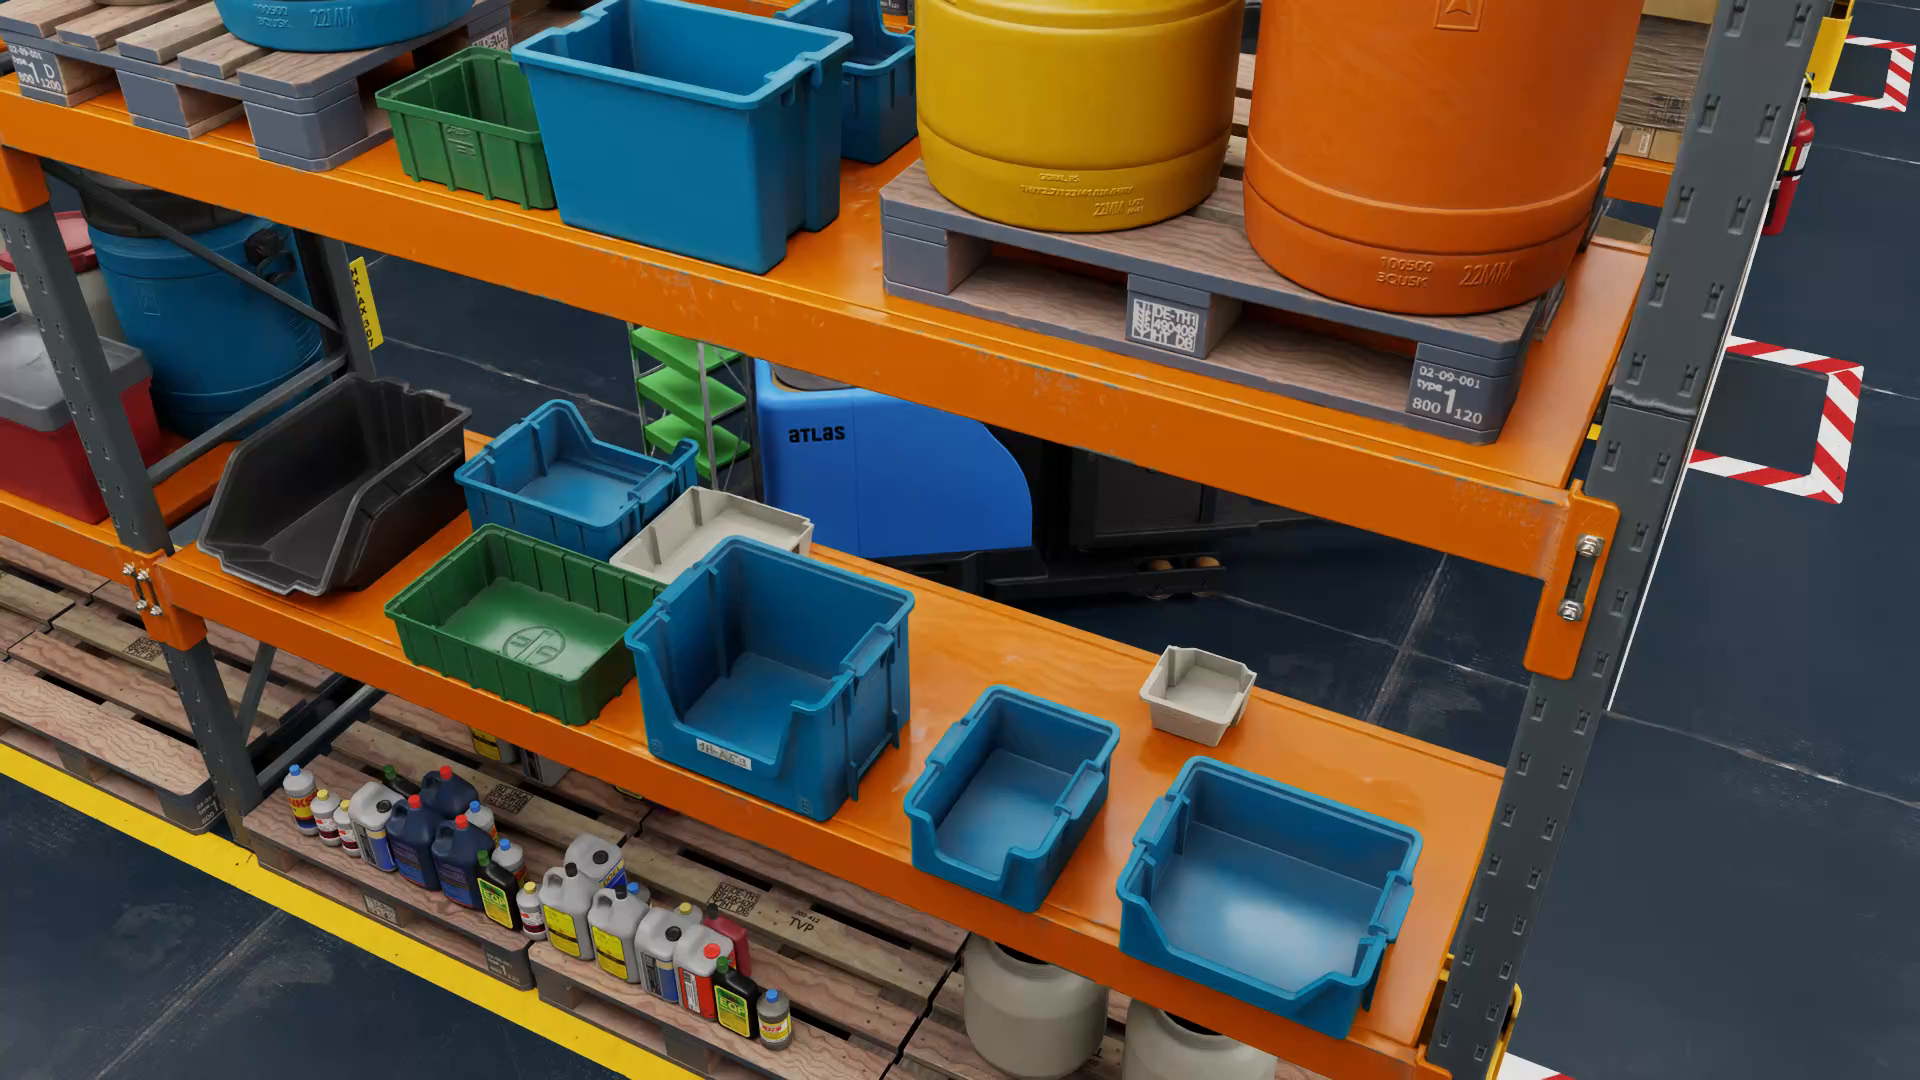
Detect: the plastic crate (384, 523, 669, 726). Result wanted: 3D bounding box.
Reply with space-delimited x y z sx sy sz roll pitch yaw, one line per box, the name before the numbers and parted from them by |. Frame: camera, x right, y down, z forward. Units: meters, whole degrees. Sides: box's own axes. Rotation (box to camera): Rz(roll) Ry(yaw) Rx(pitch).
plastic crate | -1.190 0.233 4.637 0.662 0.188 0.450 17 41 21

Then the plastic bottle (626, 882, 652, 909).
plastic bottle | -1.012 1.152 5.203 0.097 0.201 0.097 0 37 0

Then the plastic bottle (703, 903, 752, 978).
plastic bottle | -0.709 1.221 5.043 0.133 0.283 0.061 17 41 21

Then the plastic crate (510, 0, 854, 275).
plastic crate | -0.545 -0.825 3.388 0.575 0.384 0.392 17 41 21

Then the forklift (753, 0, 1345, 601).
forklift | 0.676 -1.234 6.451 3.031 2.935 1.130 -4 37 -6

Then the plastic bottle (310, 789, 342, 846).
plastic bottle | -2.094 0.911 5.519 0.097 0.201 0.097 0 37 0

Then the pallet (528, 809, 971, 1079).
pallet | -0.601 1.278 5.392 1.213 0.211 1.003 17 41 21

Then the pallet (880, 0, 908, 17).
pallet | -0.599 -3.254 9.214 1.213 0.211 1.003 17 41 21

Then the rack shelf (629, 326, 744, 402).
rack shelf | -1.142 -0.782 6.997 0.480 0.148 0.258 31 47 34

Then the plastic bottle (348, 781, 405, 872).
plastic bottle | -1.884 0.928 5.435 0.135 0.276 0.152 19 41 23

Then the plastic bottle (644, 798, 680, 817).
plastic bottle | -1.010 0.798 5.600 0.133 0.283 0.061 17 41 21

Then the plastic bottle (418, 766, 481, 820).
plastic bottle | -1.673 0.869 5.451 0.185 0.351 0.144 17 41 21

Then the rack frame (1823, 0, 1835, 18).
rack frame | 5.935 -4.562 10.779 0.127 3.000 1.000 17 41 21

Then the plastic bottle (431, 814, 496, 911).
plastic bottle | -1.572 0.999 5.280 0.185 0.351 0.144 16 40 20

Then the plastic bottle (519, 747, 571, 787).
plastic bottle | -1.436 0.693 5.744 0.135 0.276 0.152 17 41 21

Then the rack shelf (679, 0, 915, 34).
rack shelf | -1.763 -3.309 9.723 4.000 0.370 1.077 17 41 21

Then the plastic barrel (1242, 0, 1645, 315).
plastic barrel | 0.797 -0.868 2.729 0.708 0.830 0.600 17 41 21

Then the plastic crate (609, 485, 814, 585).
plastic crate | -0.707 0.040 4.934 0.437 0.136 0.530 17 41 21

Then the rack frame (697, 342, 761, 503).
rack frame | -0.968 -0.538 6.966 0.015 1.200 0.240 31 47 34

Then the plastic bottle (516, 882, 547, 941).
plastic bottle | -1.331 1.150 5.205 0.097 0.201 0.097 0 37 0

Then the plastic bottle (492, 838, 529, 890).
plastic bottle | -1.424 1.052 5.276 0.097 0.271 0.097 0 37 0

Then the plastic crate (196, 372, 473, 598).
plastic crate | -1.859 -0.142 5.007 0.504 0.338 0.767 17 41 21

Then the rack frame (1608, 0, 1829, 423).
rack frame | 1.287 -1.658 1.991 0.127 3.000 1.000 17 41 21

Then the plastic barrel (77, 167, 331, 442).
plastic barrel | -2.469 -0.850 5.474 0.708 0.901 0.600 17 41 21

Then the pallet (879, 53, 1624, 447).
pallet | 0.597 -0.670 3.327 1.213 0.211 1.003 17 41 21

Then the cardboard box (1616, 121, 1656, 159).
cardboard box | 2.995 -1.866 7.435 0.250 0.149 0.380 17 41 21

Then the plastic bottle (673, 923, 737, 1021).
plastic bottle | -0.757 1.281 4.970 0.135 0.276 0.152 18 41 22

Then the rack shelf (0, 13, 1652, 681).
rack shelf | -0.489 -0.733 3.848 4.000 0.370 1.077 17 41 21

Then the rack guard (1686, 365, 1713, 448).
rack guard | 3.497 -0.953 8.092 0.348 0.500 1.175 17 41 21

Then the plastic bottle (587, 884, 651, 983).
plastic bottle | -1.029 1.169 5.056 0.185 0.351 0.144 19 41 23

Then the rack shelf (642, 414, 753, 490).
rack shelf | -1.142 -0.400 7.287 0.480 0.148 0.258 31 47 34

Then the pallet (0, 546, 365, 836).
pallet | -2.980 0.533 6.374 1.213 0.211 1.003 17 41 21

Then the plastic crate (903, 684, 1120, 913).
plastic crate | 0.131 0.629 4.064 0.408 0.251 0.499 17 41 21

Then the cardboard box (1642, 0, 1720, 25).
cardboard box | 2.962 -2.504 6.912 0.500 0.500 0.500 17 41 21

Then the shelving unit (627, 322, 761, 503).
shelving unit | -1.142 -0.642 7.103 0.503 1.200 0.258 31 47 34

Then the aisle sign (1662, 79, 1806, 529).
aisle sign | 1.485 -0.441 3.200 0.004 0.787 0.394 17 41 21

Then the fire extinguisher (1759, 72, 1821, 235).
fire extinguisher | 3.454 -1.617 6.964 0.183 0.674 0.296 17 41 21

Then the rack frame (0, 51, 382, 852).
rack frame | -2.265 -0.380 5.270 0.127 3.000 1.000 17 41 21

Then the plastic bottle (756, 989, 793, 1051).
plastic bottle | -0.546 1.396 4.881 0.097 0.201 0.097 0 37 0

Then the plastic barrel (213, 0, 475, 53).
plastic barrel | -1.431 -1.608 3.644 0.708 0.901 0.600 17 41 21

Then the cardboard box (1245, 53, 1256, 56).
cardboard box | 1.727 -2.635 7.912 0.500 0.500 0.875 17 41 21

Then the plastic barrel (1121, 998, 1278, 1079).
plastic barrel | 0.667 1.414 4.617 0.421 0.512 0.421 0 37 0

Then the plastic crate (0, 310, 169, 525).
plastic crate | -2.836 -0.376 5.212 0.583 0.464 0.402 17 41 21

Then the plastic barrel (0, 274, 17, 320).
plastic barrel | -3.370 -0.776 5.905 0.301 0.262 0.301 0 37 0

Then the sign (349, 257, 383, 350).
sign | -2.002 -0.783 5.572 0.005 0.325 0.100 17 41 21

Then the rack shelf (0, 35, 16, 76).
rack shelf | -4.041 -1.845 5.313 4.000 0.370 1.077 17 41 21
